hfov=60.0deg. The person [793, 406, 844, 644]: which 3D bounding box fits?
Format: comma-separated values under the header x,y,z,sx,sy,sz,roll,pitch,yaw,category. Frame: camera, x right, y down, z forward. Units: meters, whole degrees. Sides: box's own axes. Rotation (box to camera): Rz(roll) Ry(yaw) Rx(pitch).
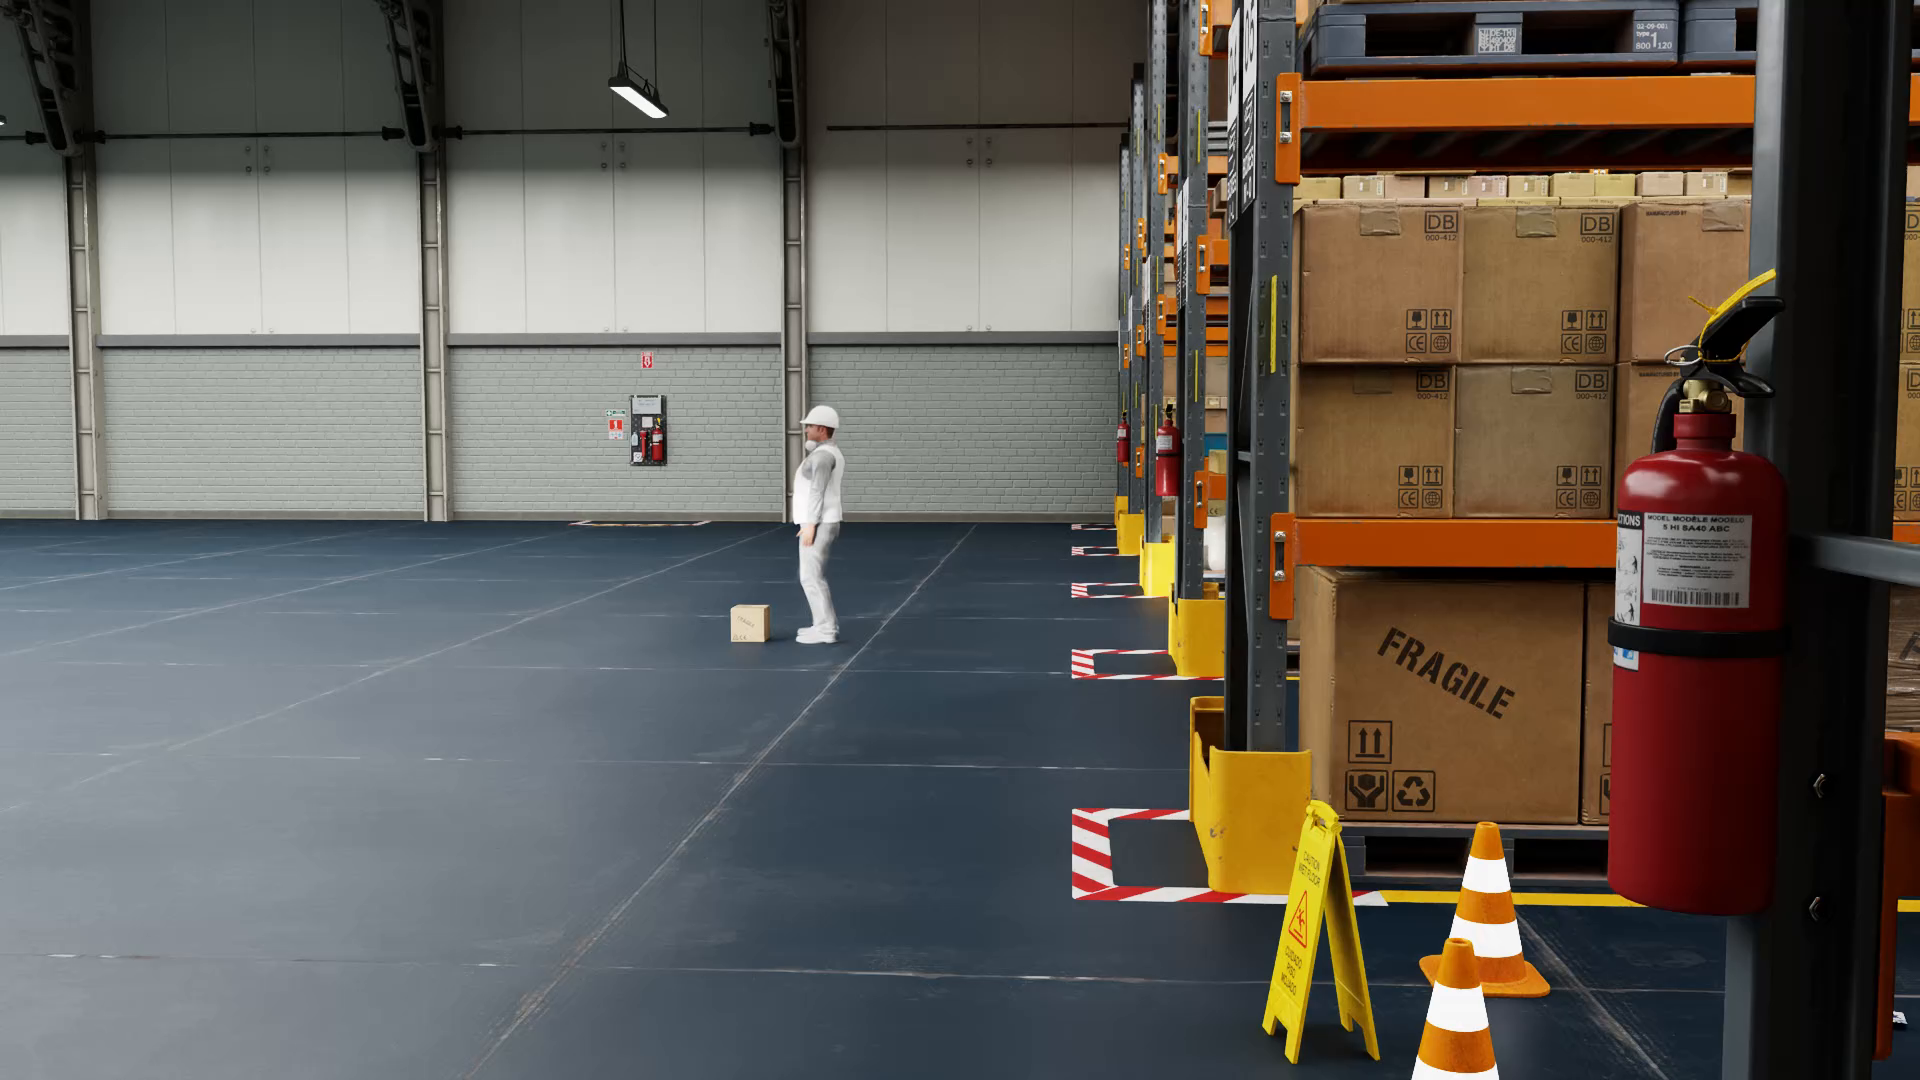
x,y,z,sx,sy,sz,roll,pitch,yaw,category
-1.068,-0.120,12.437,0.375,1.765,0.532,0,4,5,person
